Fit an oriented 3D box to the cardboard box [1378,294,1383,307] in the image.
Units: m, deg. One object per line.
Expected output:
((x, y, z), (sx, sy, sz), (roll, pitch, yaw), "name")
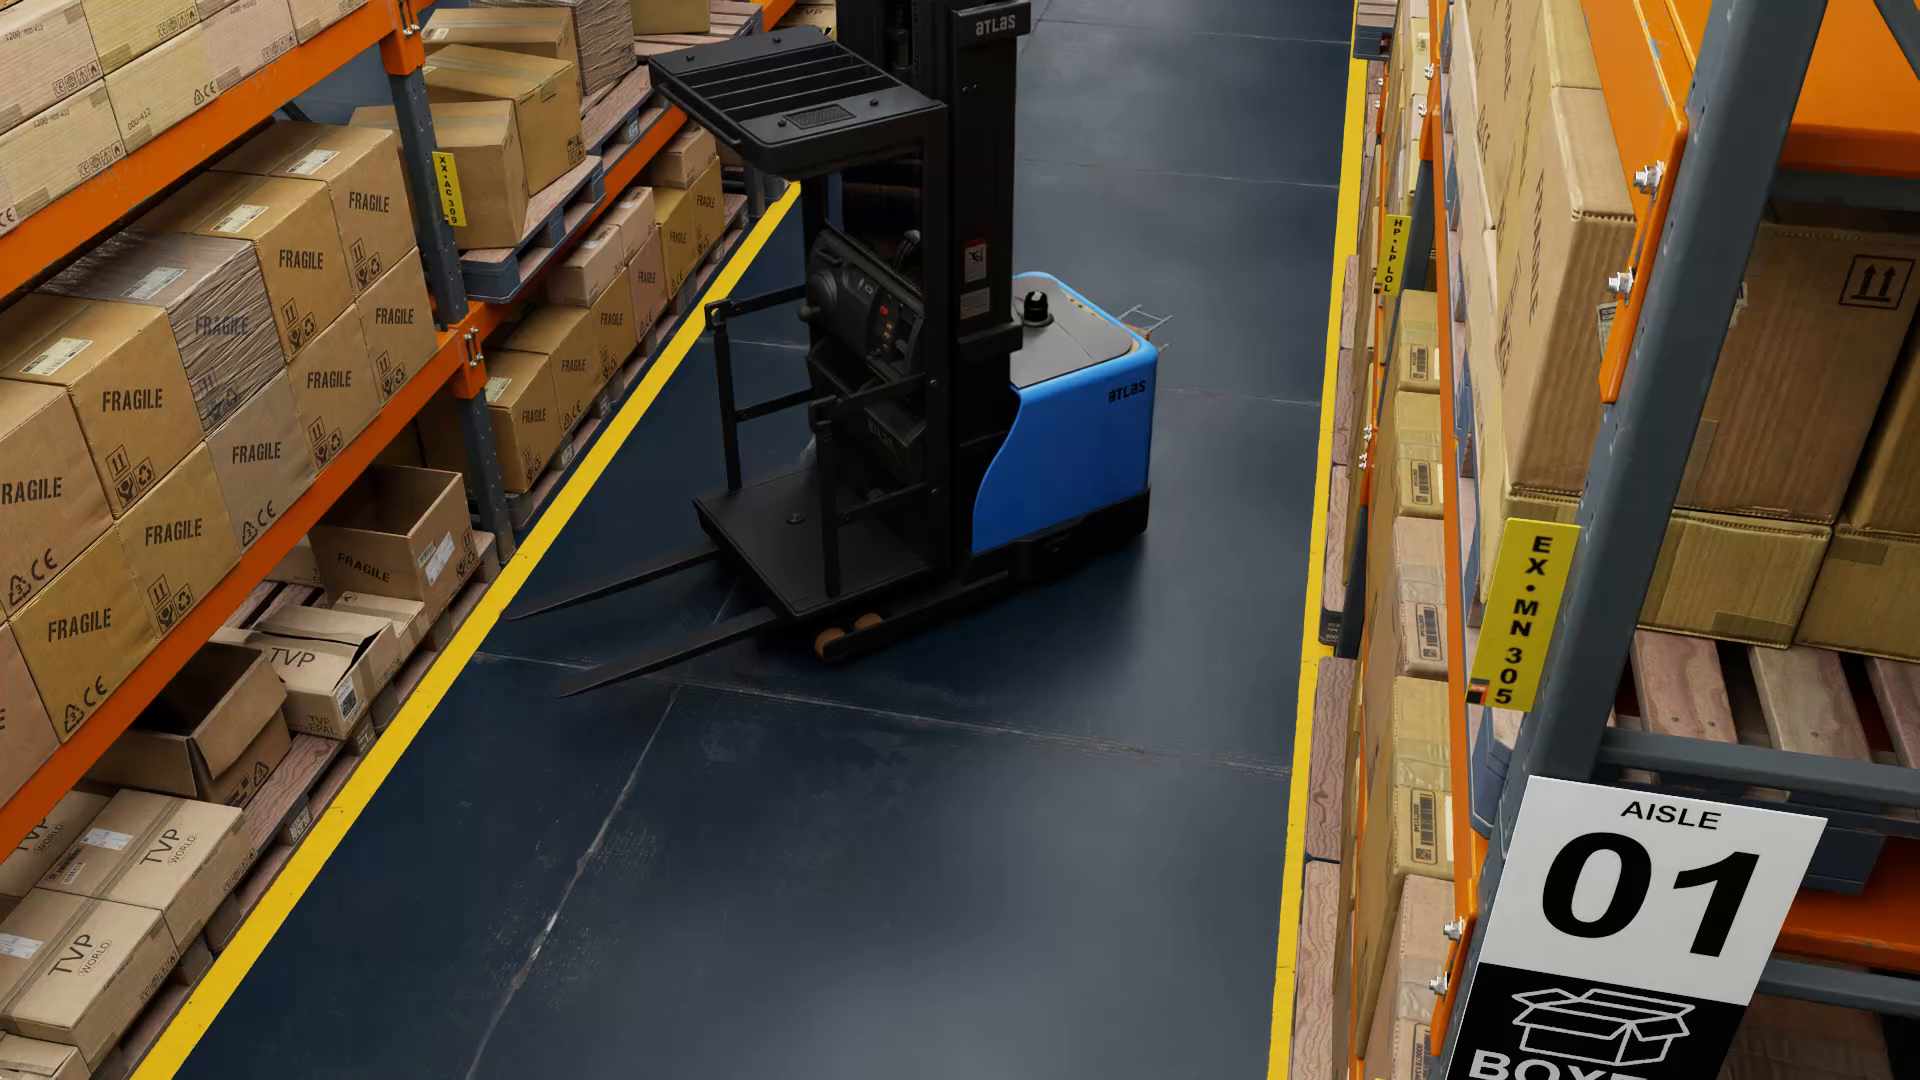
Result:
((2.084, -1.152, 7.481), (0.380, 0.149, 0.250), (7, 37, 10), "cardboard box")

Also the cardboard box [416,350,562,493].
((-2.339, -0.599, 8.275), (0.500, 0.500, 0.500), (6, 36, 8), "cardboard box")

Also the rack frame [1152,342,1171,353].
((0.771, -0.937, 9.534), (0.240, 0.006, 1.200), (26, 43, 31), "rack frame")

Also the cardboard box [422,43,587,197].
((-2.276, -2.042, 8.069), (0.700, 0.500, 0.500), (13, 38, 17), "cardboard box")

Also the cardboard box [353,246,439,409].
((-2.537, -0.908, 6.861), (0.500, 0.500, 0.500), (8, 37, 11), "cardboard box")

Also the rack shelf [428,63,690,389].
((-2.253, -2.041, 9.123), (1.077, 0.370, 4.000), (7, 37, 10), "rack shelf")

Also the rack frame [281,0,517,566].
((-2.681, -1.186, 7.330), (1.000, 3.000, 0.127), (7, 37, 10), "rack frame")

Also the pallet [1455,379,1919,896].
((1.453, 0.121, 3.047), (1.003, 0.211, 1.213), (7, 37, 10), "pallet")

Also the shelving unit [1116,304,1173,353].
((0.771, -1.011, 9.480), (0.258, 0.189, 1.200), (26, 43, 31), "shelving unit")

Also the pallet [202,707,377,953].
((-3.087, 1.038, 6.638), (1.003, 0.211, 1.213), (7, 37, 10), "pallet")

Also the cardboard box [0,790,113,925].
((-3.427, 1.159, 6.063), (0.500, 0.250, 0.500), (7, 37, 10), "cardboard box")

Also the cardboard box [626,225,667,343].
((-2.014, -1.481, 9.493), (0.500, 0.500, 0.500), (6, 36, 8), "cardboard box")

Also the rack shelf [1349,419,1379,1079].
((1.732, 0.871, 5.106), (1.077, 0.370, 4.000), (7, 37, 10), "rack shelf")

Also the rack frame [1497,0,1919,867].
((1.305, -0.703, 1.552), (1.000, 3.000, 0.127), (7, 37, 10), "rack frame")

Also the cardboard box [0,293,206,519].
((-2.859, -0.438, 5.361), (0.500, 0.500, 0.500), (7, 37, 10), "cardboard box")

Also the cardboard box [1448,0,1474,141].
((1.632, -1.278, 4.586), (0.500, 0.250, 0.500), (7, 36, 9), "cardboard box")

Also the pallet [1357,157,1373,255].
((3.182, -2.179, 11.077), (1.003, 0.211, 1.213), (7, 37, 10), "pallet")

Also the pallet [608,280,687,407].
((-2.285, -1.229, 9.767), (1.003, 0.211, 1.213), (7, 37, 10), "pallet")

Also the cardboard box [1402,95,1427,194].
((2.128, -1.632, 6.950), (0.500, 0.250, 0.500), (8, 37, 11), "cardboard box")

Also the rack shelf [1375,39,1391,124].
((3.441, -3.716, 11.434), (1.077, 0.370, 4.000), (7, 37, 10), "rack shelf")

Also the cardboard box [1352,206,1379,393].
((2.535, -1.253, 8.897), (0.750, 0.750, 0.750), (7, 37, 10), "cardboard box")

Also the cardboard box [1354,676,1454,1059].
((1.549, 0.892, 4.207), (0.980, 0.700, 0.700), (7, 37, 10), "cardboard box")

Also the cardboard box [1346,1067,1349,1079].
((1.260, 1.648, 4.639), (0.380, 0.149, 0.250), (8, 37, 11), "cardboard box")

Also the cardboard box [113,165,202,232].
((-3.166, -1.101, 6.275), (0.500, 0.500, 0.500), (6, 36, 9), "cardboard box")

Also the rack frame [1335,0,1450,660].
((2.160, -0.567, 6.477), (1.000, 3.000, 0.127), (7, 37, 10), "rack frame")

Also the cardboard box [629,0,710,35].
((-1.851, -3.315, 9.824), (0.700, 0.500, 0.500), (-4, 36, -6), "cardboard box")

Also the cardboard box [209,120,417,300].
((-2.536, -1.309, 6.563), (0.500, 0.500, 0.500), (7, 37, 10), "cardboard box")

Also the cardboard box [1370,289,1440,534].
((2.028, -0.380, 5.962), (0.980, 0.700, 0.700), (8, 37, 11), "cardboard box")

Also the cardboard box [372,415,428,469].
((-2.855, -0.671, 8.375), (0.500, 0.500, 0.500), (7, 37, 10), "cardboard box")

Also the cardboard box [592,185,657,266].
((-2.019, -1.763, 9.243), (0.500, 0.250, 0.500), (7, 36, 9), "cardboard box")

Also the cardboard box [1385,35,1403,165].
((2.432, -2.200, 8.373), (0.500, 0.500, 0.500), (7, 37, 10), "cardboard box")

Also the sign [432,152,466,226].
((-2.149, -1.473, 6.989), (0.100, 0.325, 0.005), (7, 37, 10), "sign")

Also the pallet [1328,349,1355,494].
((2.509, -0.592, 8.886), (1.003, 0.211, 1.213), (7, 37, 10), "pallet")

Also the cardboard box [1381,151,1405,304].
((2.111, -1.326, 7.168), (0.500, 0.500, 0.500), (8, 37, 10), "cardboard box")

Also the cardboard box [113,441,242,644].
((-2.859, -0.025, 5.643), (0.500, 0.500, 0.500), (8, 37, 11), "cardboard box")

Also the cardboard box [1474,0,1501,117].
((1.529, -1.282, 3.953), (0.500, 0.500, 0.500), (8, 37, 10), "cardboard box")

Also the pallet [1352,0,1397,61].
((3.062, -3.205, 10.279), (1.213, 0.211, 1.003), (7, 37, 10), "pallet")

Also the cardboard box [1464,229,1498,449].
((1.312, -0.390, 3.361), (0.500, 0.250, 0.500), (6, 36, 8), "cardboard box")

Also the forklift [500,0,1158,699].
((-0.593, -0.981, 7.106), (3.031, 2.935, 1.130), (-20, 41, -25), "forklift")

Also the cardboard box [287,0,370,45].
((-2.525, -2.028, 6.063), (0.500, 0.250, 0.500), (7, 37, 10), "cardboard box")

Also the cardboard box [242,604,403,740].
((-2.685, 0.517, 6.897), (0.500, 0.311, 0.500), (7, 37, 10), "cardboard box")

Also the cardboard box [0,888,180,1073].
((-3.035, 1.480, 5.621), (0.500, 0.250, 0.500), (7, 37, 10), "cardboard box")

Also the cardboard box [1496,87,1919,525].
((1.195, -0.396, 2.730), (0.500, 0.500, 0.500), (7, 37, 10), "cardboard box")

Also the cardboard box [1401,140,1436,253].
((2.009, -1.340, 6.548), (0.500, 0.250, 0.500), (8, 37, 11), "cardboard box")

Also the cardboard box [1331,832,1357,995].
((1.677, 1.272, 5.711), (0.700, 0.500, 0.500), (8, 37, 11), "cardboard box")

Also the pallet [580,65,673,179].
((-2.237, -2.286, 9.012), (1.003, 0.211, 1.213), (7, 37, 10), "pallet")

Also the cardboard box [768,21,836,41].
((-1.212, -3.621, 12.197), (0.500, 0.311, 0.500), (6, 36, 9), "cardboard box")

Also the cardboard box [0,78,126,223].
((-2.852, -1.169, 4.878), (0.500, 0.250, 0.500), (7, 37, 10), "cardboard box")

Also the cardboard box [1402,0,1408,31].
((2.551, -2.797, 8.558), (0.500, 0.250, 0.500), (7, 36, 9), "cardboard box")

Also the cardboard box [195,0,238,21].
((-2.629, -1.943, 5.521), (0.500, 0.250, 0.500), (7, 37, 10), "cardboard box")
